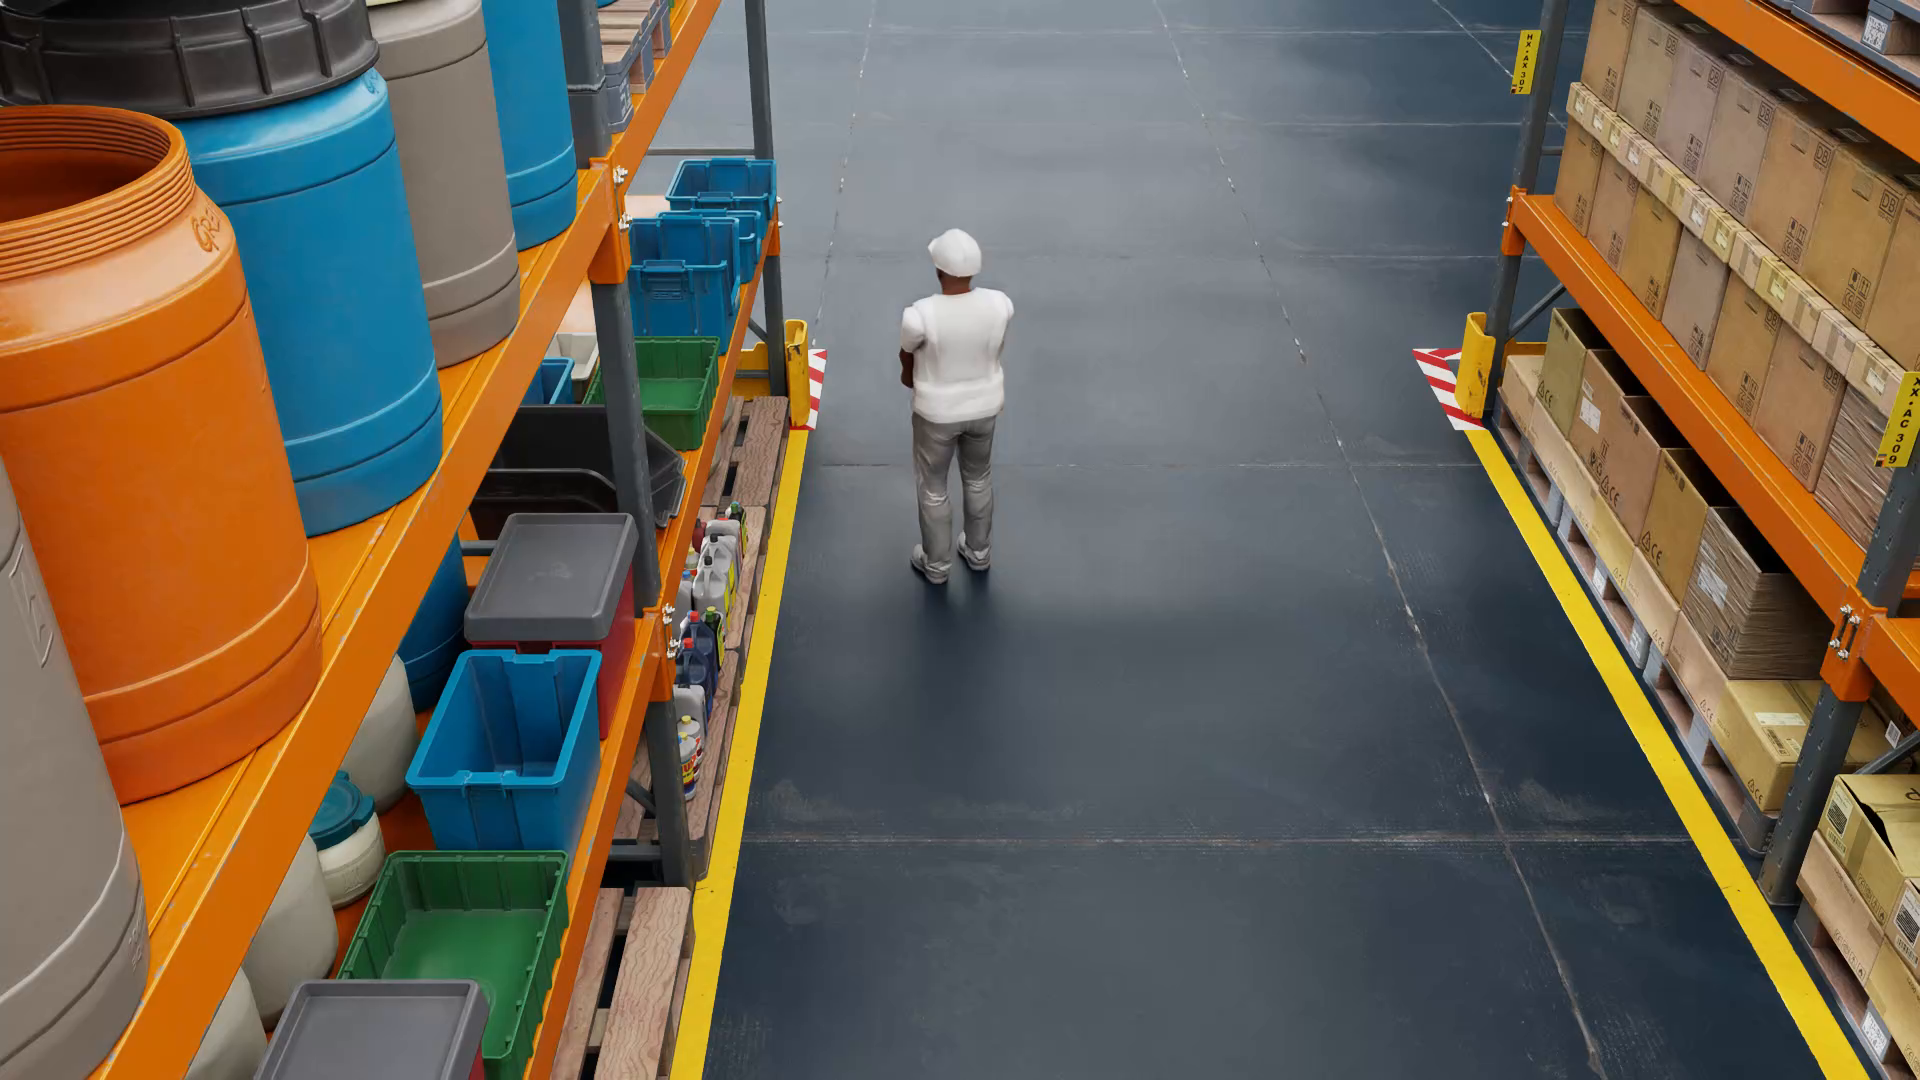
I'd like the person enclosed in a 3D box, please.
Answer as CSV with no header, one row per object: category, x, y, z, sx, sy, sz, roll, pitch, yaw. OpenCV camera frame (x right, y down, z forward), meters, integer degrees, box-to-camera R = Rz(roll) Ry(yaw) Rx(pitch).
person,-0.055,-0.646,7.677,0.502,1.761,0.577,-10,33,-16
